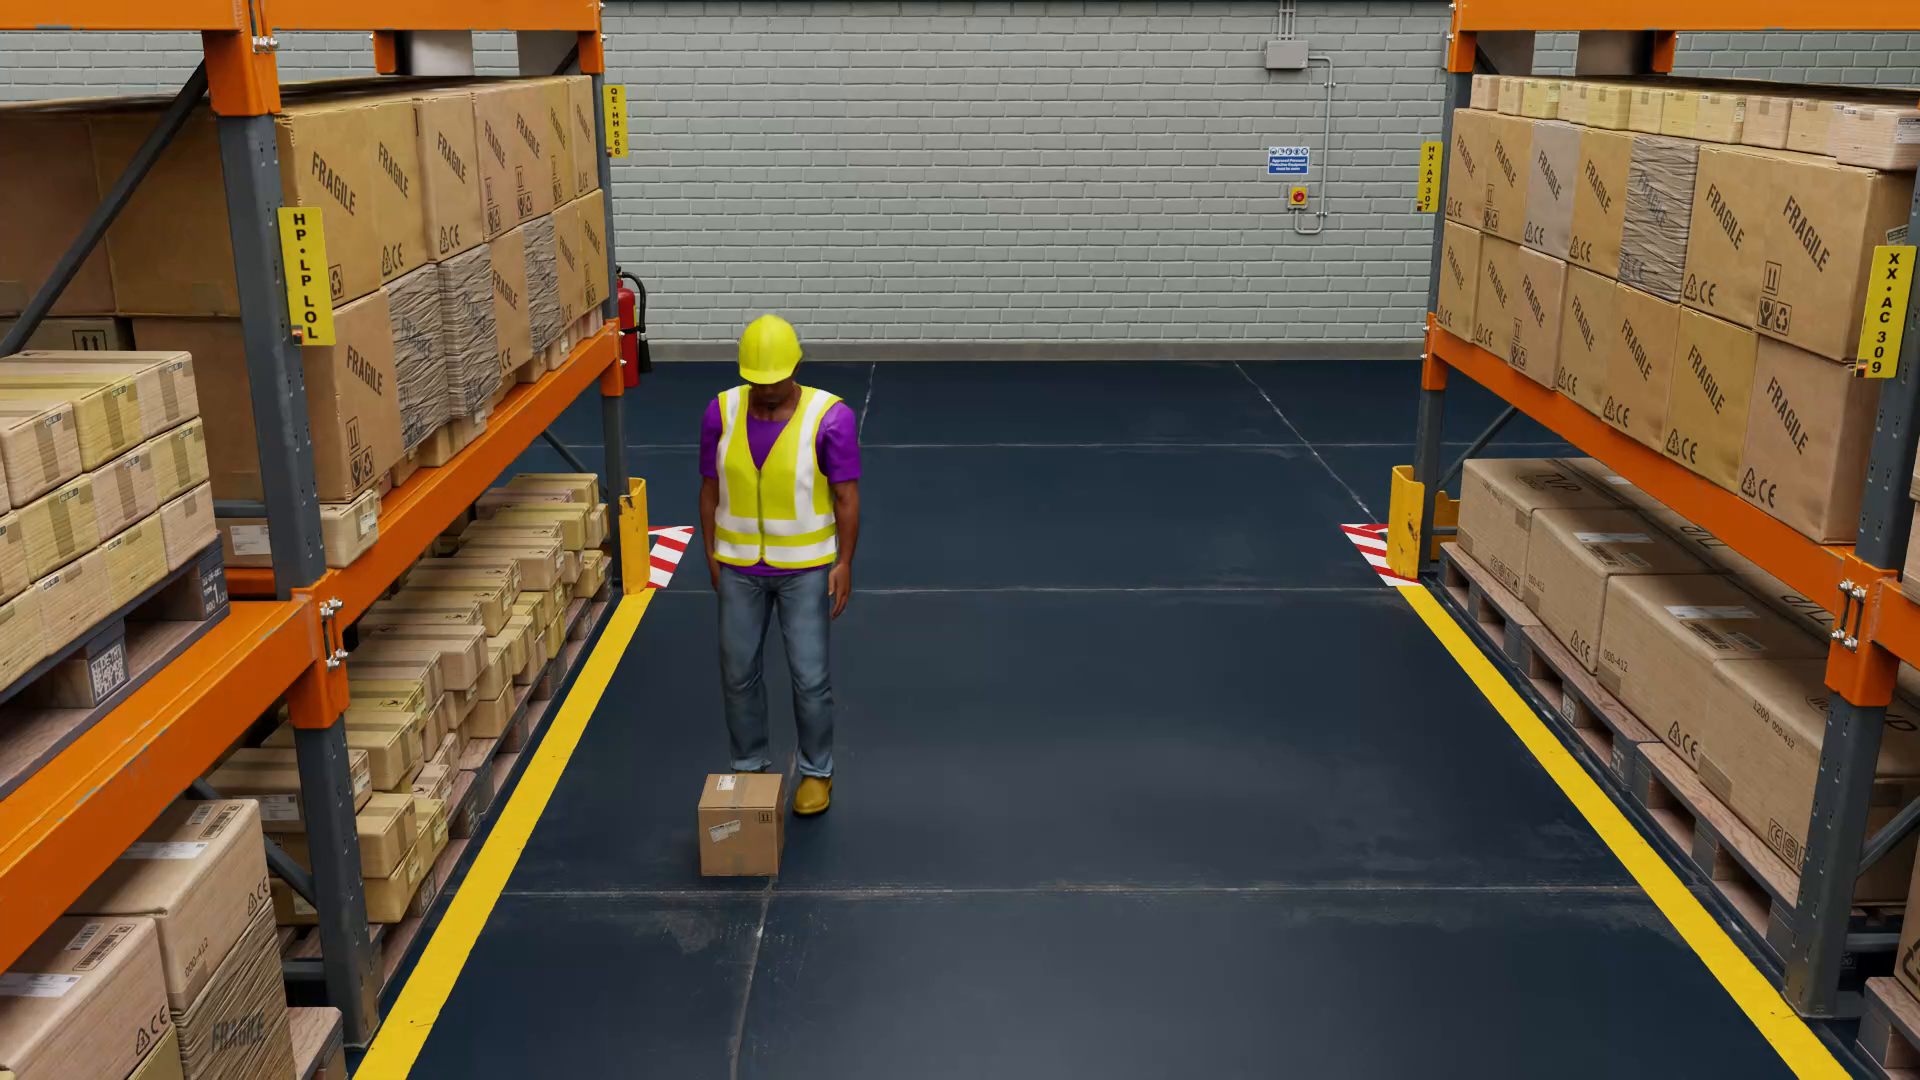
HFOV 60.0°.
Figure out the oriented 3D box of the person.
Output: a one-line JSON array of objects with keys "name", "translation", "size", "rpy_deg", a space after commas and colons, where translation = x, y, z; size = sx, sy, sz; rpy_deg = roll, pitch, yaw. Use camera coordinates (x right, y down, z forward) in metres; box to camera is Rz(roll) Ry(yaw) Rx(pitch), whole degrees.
[{"name": "person", "translation": [-0.624, 0.088, 5.738], "size": [0.573, 1.751, 0.384], "rpy_deg": [3, 17, 9]}]
